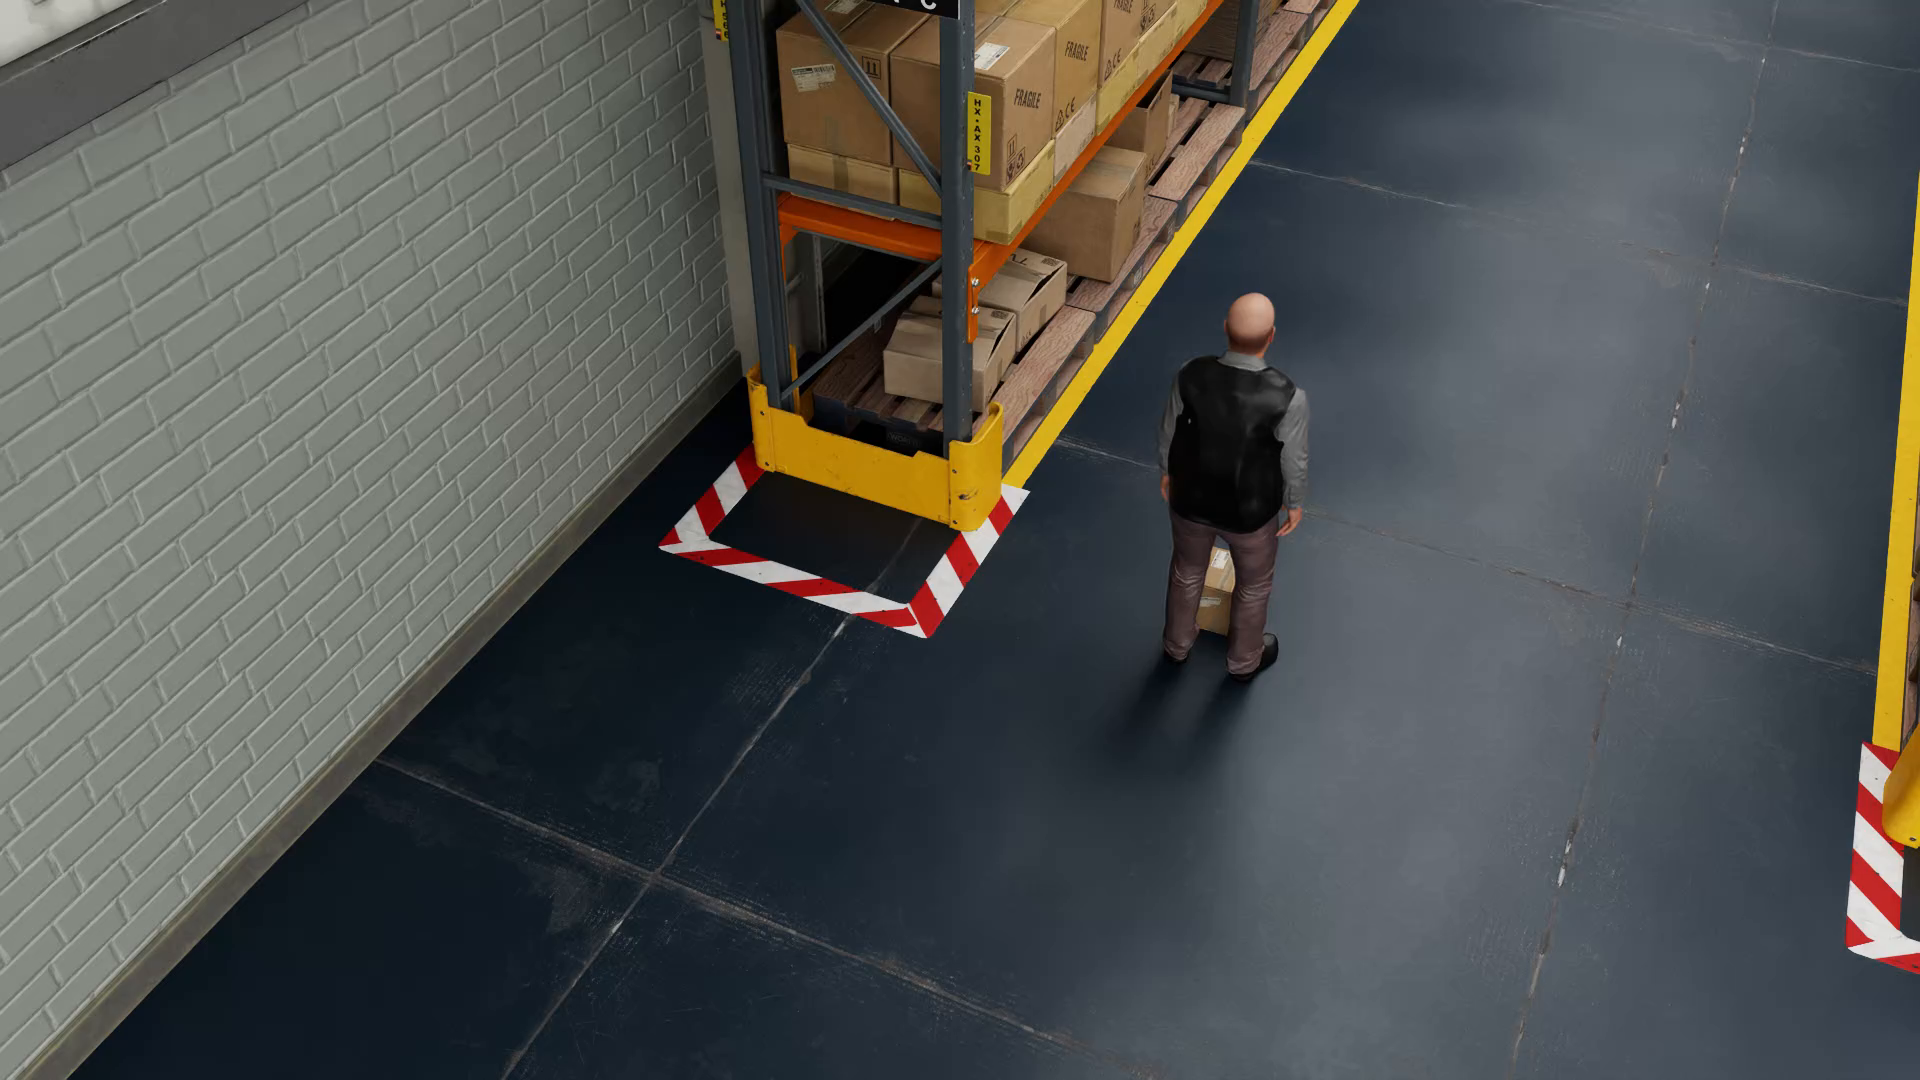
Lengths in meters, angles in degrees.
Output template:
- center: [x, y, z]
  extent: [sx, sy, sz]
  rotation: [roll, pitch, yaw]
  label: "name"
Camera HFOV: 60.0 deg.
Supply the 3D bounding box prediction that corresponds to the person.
- center: [1.016, -0.155, 6.350]
  extent: [0.580, 1.721, 0.416]
  rotation: [17, 45, 19]
  label: "person"
